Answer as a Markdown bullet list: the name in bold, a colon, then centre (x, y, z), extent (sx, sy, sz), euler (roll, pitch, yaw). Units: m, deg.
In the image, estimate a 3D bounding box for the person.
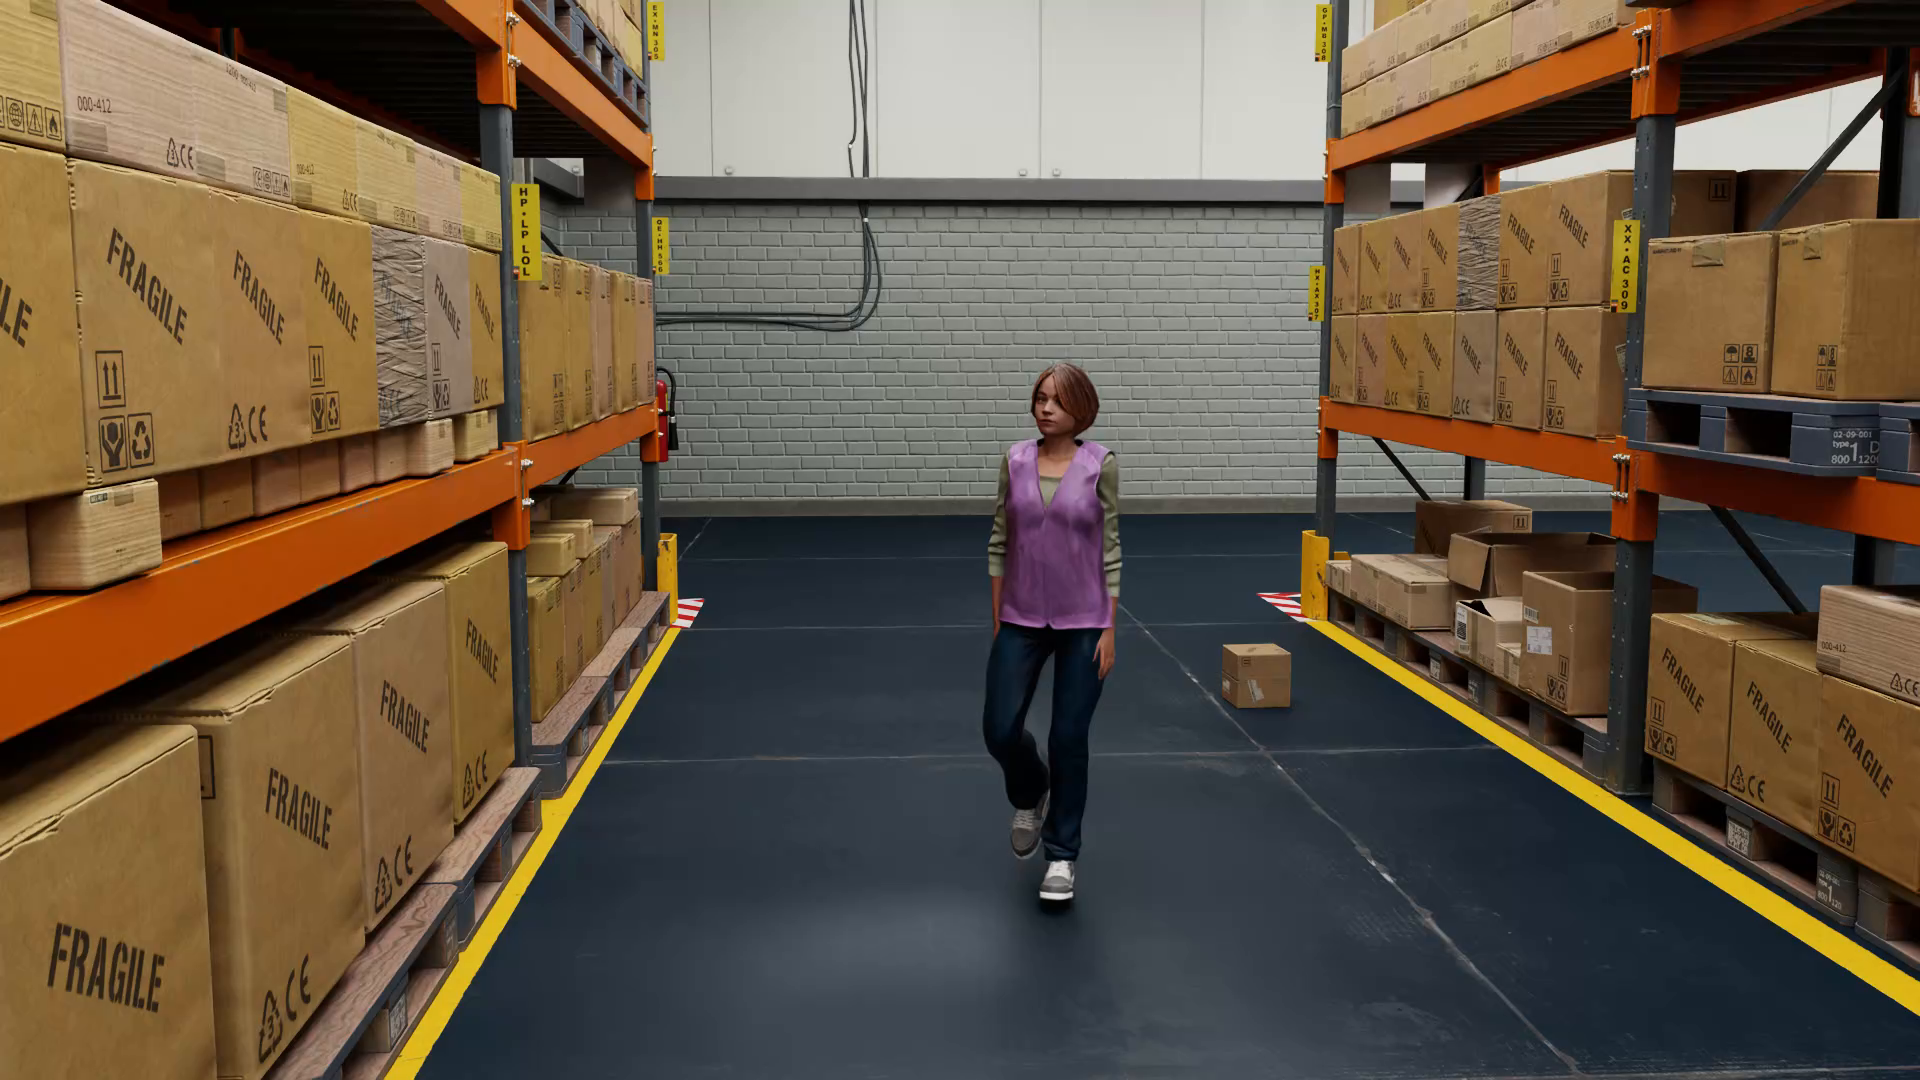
- **person**: centre (0.285, 0.261, 5.012), extent (0.414, 1.588, 0.473), euler (2, 7, 13)
